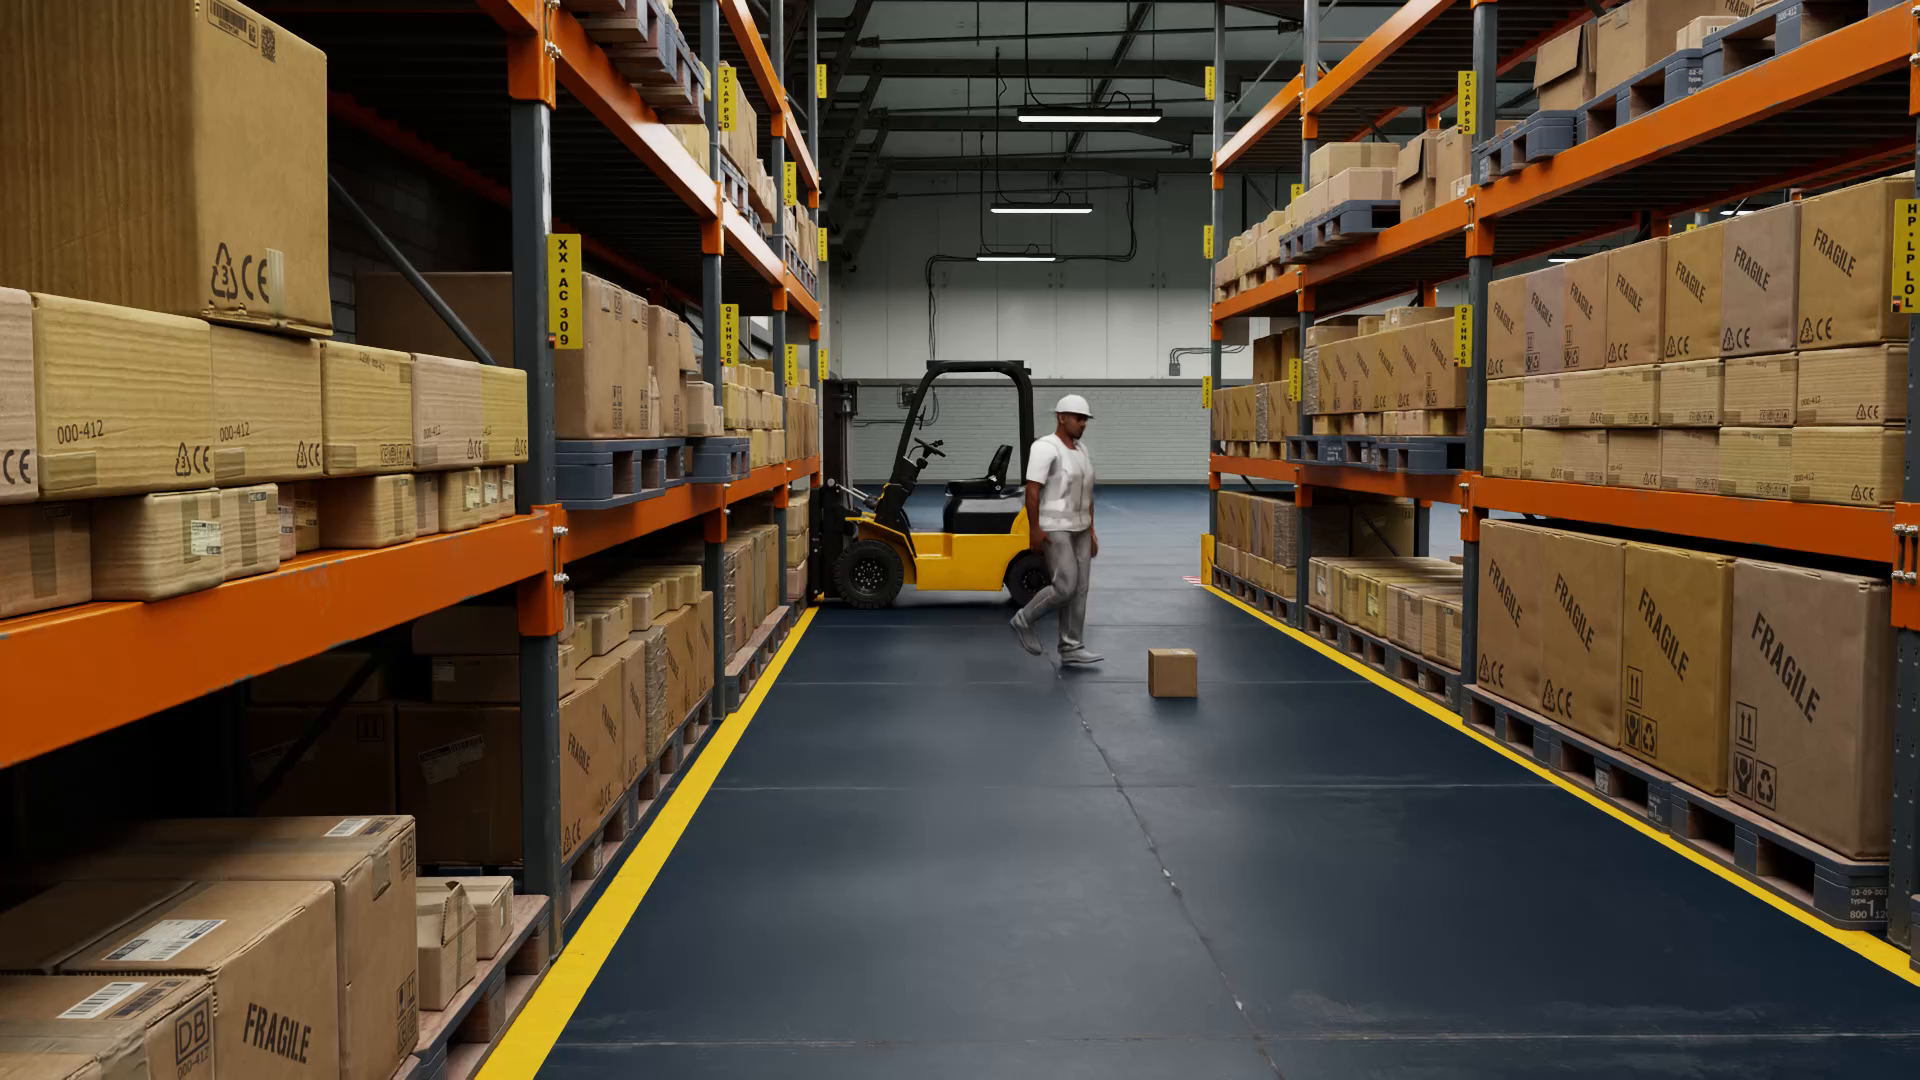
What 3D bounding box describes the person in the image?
[{"bbox_3d":[0.627,-0.066,10.852,0.604,1.761,0.629,3,5,39],"label":"person"}]
